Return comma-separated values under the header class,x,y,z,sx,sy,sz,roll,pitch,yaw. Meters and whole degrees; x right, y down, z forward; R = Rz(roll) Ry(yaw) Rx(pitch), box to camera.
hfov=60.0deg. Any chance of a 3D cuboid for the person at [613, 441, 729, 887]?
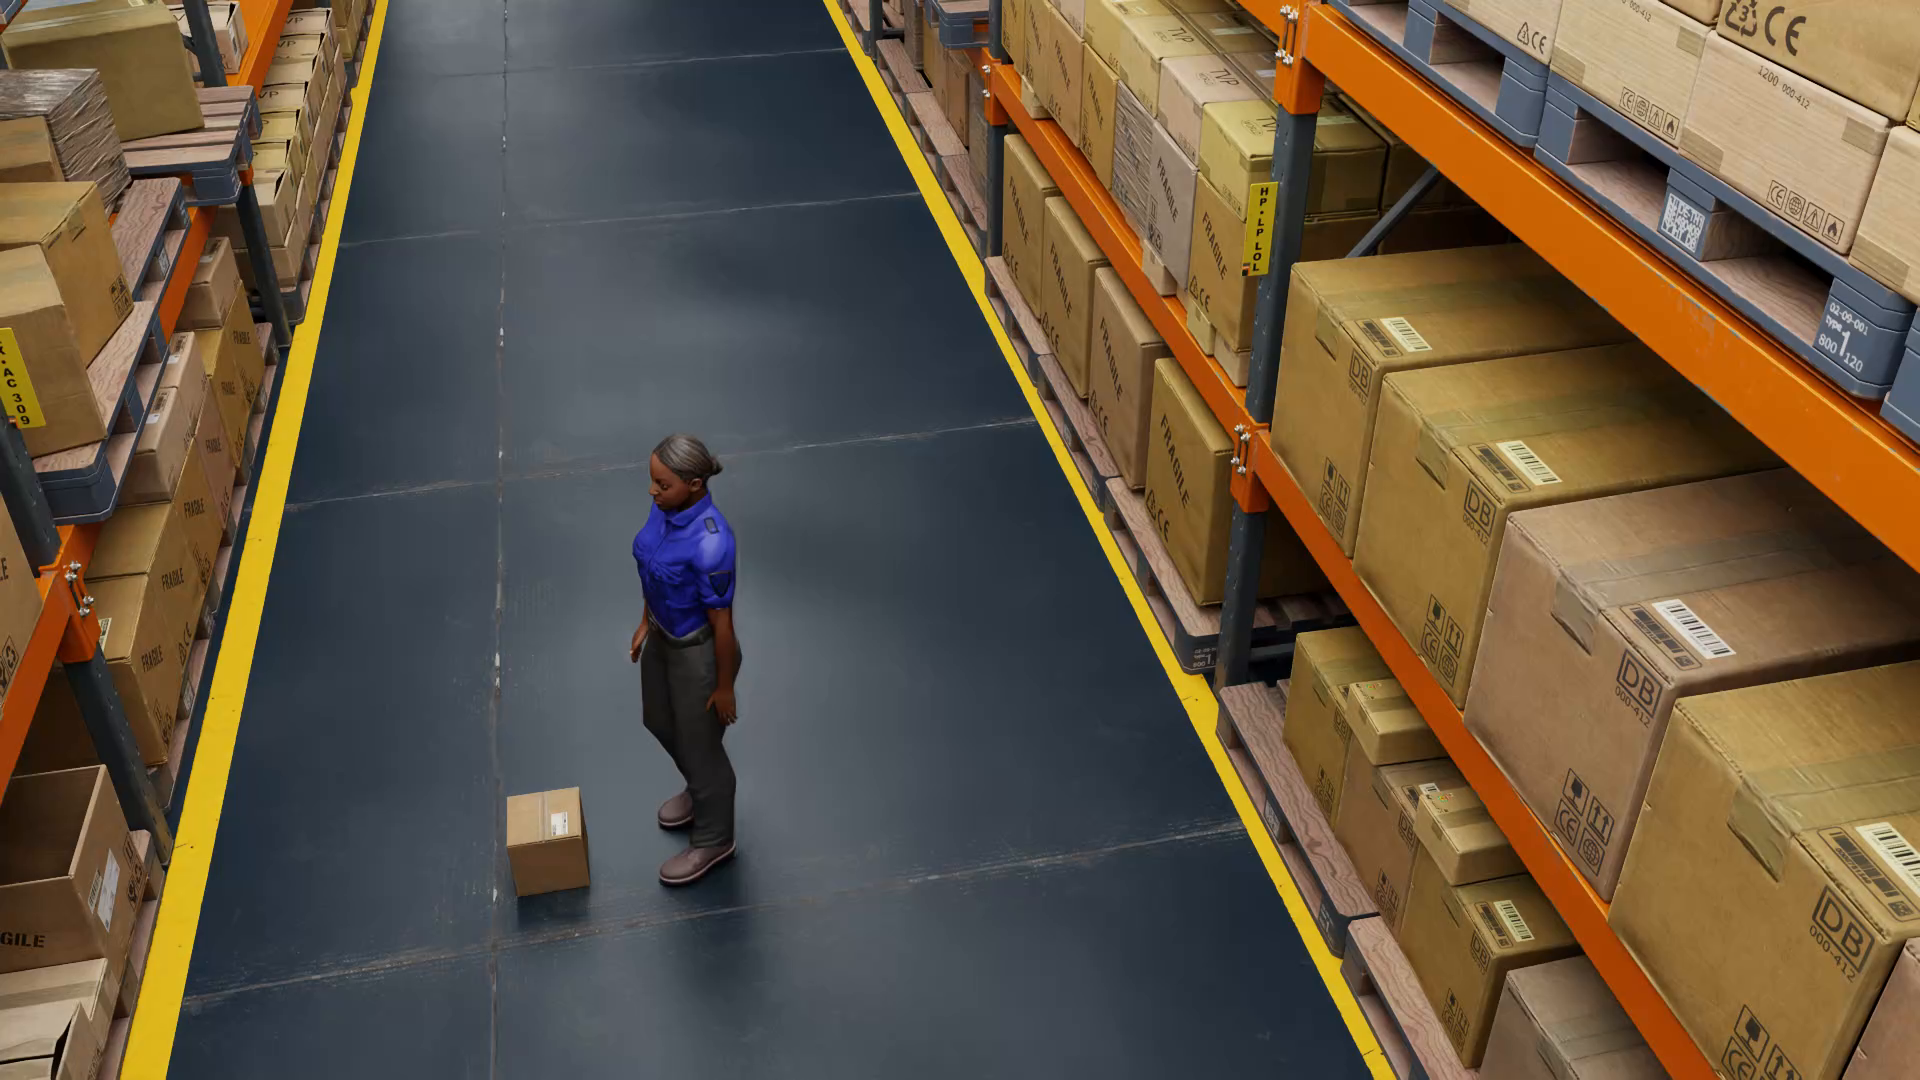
class,x,y,z,sx,sy,sz,roll,pitch,yaw
person,-0.968,0.407,5.516,0.368,1.661,0.462,-12,36,-16
